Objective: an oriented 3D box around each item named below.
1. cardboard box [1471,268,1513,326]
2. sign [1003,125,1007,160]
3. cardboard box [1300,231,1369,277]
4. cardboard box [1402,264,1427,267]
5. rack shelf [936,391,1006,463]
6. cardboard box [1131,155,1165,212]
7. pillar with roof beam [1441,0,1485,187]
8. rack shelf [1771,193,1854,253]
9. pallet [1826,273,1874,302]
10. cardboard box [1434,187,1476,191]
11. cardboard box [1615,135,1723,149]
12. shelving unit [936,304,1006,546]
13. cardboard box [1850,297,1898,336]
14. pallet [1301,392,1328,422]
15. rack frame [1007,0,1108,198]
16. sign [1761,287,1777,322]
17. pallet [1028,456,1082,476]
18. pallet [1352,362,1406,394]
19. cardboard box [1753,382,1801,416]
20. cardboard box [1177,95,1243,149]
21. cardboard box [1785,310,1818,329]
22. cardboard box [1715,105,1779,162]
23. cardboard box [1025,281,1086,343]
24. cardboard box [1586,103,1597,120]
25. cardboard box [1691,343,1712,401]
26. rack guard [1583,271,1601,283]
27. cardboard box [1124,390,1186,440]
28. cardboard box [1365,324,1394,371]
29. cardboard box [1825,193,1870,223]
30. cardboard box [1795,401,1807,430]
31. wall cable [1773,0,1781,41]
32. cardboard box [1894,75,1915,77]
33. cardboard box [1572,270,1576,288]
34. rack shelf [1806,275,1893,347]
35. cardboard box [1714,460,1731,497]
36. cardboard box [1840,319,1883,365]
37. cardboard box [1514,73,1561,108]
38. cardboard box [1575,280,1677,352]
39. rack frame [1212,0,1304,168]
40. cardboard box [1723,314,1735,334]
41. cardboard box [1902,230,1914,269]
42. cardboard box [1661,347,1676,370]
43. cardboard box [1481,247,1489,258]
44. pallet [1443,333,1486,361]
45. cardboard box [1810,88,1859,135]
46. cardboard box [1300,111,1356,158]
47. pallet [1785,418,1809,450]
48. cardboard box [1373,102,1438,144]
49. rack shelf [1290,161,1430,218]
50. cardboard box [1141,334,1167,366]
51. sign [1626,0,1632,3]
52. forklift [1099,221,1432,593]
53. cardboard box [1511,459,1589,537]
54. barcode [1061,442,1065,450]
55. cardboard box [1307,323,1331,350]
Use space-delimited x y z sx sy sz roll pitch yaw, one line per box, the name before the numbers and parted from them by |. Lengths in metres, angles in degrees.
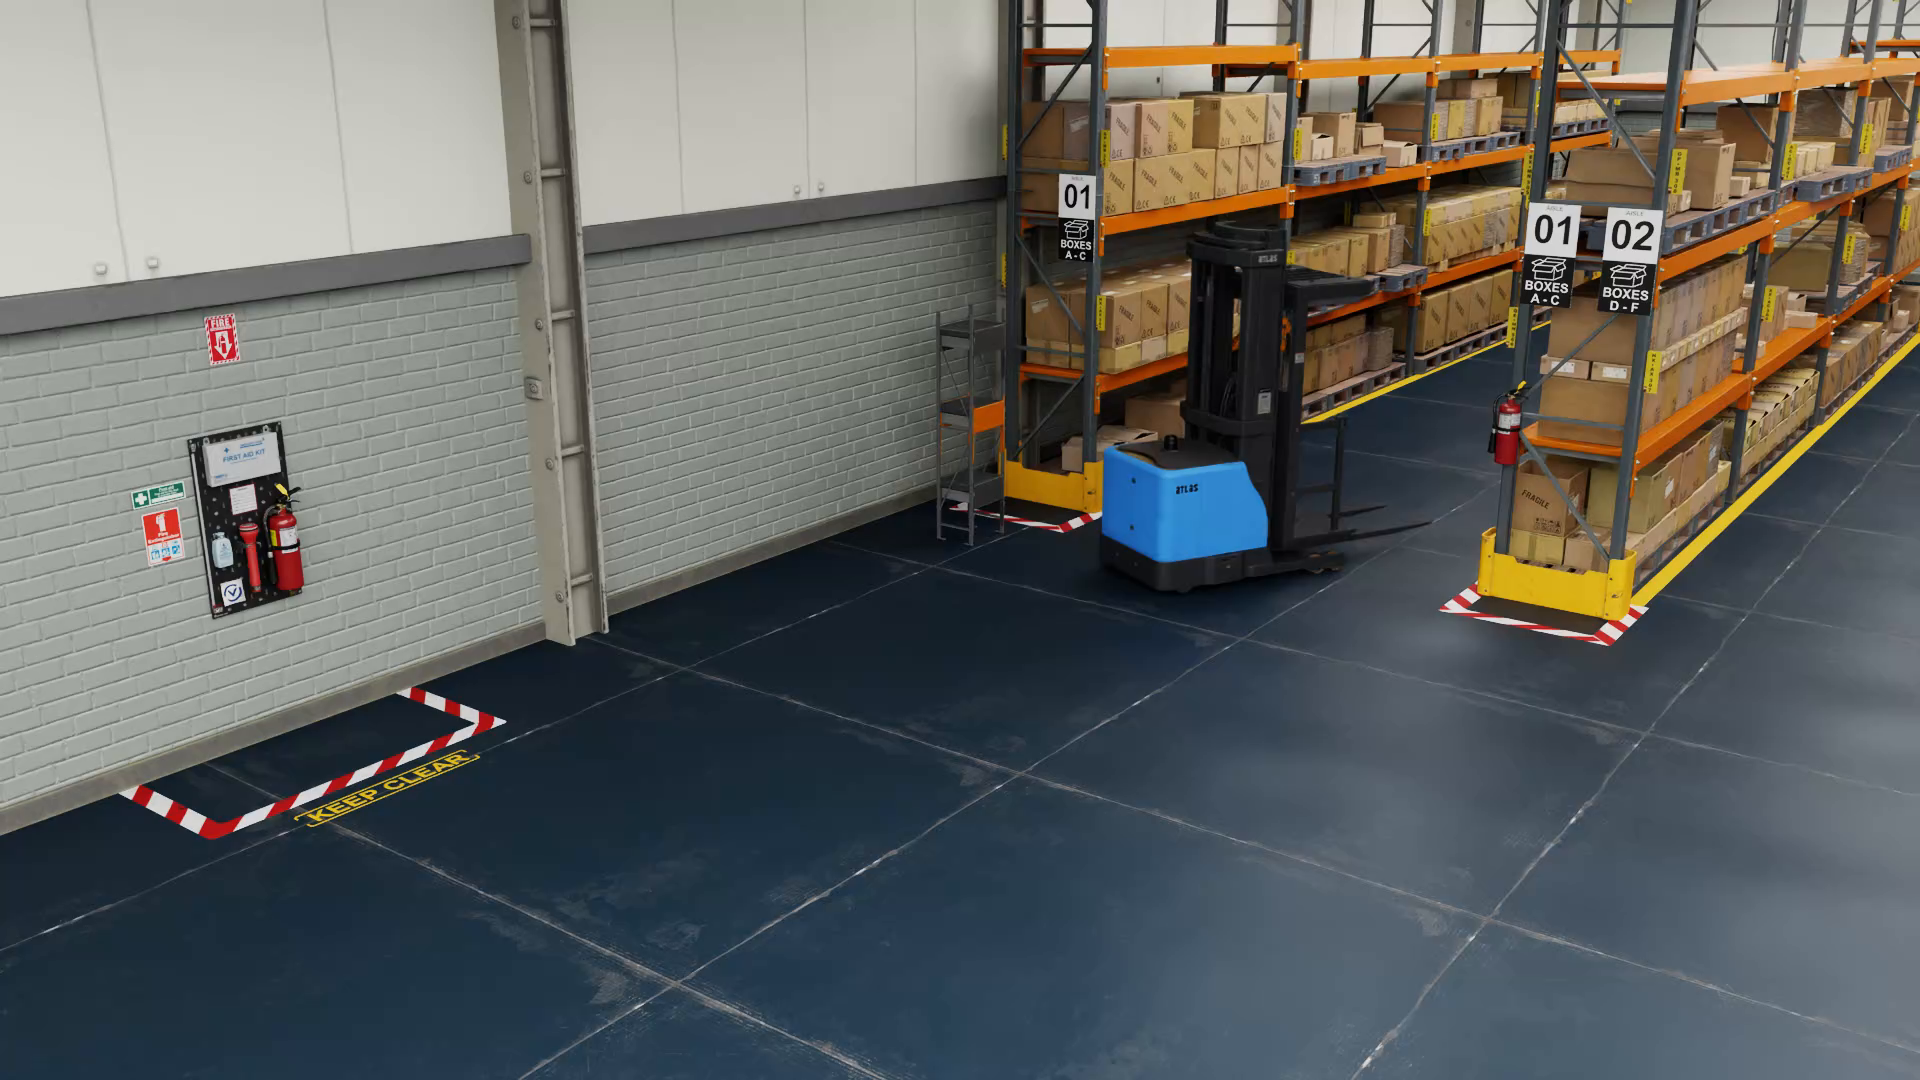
cardboard box | 7.749 -3.663 24.905 0.750 0.750 0.750 13 21 35
sign | 0.448 -3.767 15.772 0.100 0.325 0.005 12 21 35
cardboard box | 4.652 -3.558 20.738 0.700 0.500 0.500 12 21 35
cardboard box | 6.031 -3.641 22.308 0.380 0.149 0.250 12 21 34
rack shelf | 0.099 -1.029 15.070 0.431 0.518 0.480 12 21 35
cardboard box | 1.631 -3.456 16.060 0.500 0.500 0.500 14 22 38
pillar with roof beam | 11.212 -7.091 22.910 9.100 9.000 0.400 12 21 35
rack shelf | 8.437 -3.452 17.465 1.077 0.370 4.000 12 21 35
pallet | 10.784 -3.212 20.860 1.003 0.211 1.213 12 21 35
cardboard box | 7.242 -5.035 24.438 0.500 0.250 0.500 13 21 35
cardboard box | 6.163 -3.266 14.534 0.797 0.503 0.637 15 23 41
shelving unit | 0.099 -1.042 15.066 0.431 2.100 0.503 12 21 35
cardboard box | 13.128 -3.259 24.154 0.797 0.503 0.637 12 21 35
pallet | 3.728 -1.616 20.096 1.003 0.211 1.213 12 21 35
rack frame | 0.882 -4.674 15.127 1.000 3.000 0.127 12 21 35
sign | 7.692 -2.241 15.814 0.100 0.325 0.005 12 21 35
pallet | 1.440 -0.682 17.092 1.003 0.211 1.213 12 21 35
pallet | 5.182 -2.197 21.968 1.003 0.211 1.213 12 21 35
cardboard box | 8.907 -1.582 18.269 0.500 0.311 0.500 12 21 34
cardboard box | 2.564 -4.303 17.103 0.500 0.500 0.500 12 21 33
cardboard box | 9.315 -2.457 18.527 0.380 0.149 0.250 12 21 35
cardboard box | 7.645 -3.947 16.123 0.500 0.500 0.500 13 21 35
cardboard box | 0.992 -2.255 16.408 0.500 0.500 0.500 12 21 34
cardboard box | 9.883 -6.883 26.676 0.500 0.250 0.500 11 21 33
cardboard box | 6.375 -1.582 15.119 0.700 0.500 0.500 13 21 35
rack guard | 10.429 -4.432 28.678 1.175 0.500 0.348 12 21 35
cardboard box | 2.183 -1.276 17.773 0.700 0.500 0.500 11 20 31
cardboard box | 5.261 -2.550 21.876 0.700 0.500 0.500 13 21 35
cardboard box | 12.106 -4.484 22.777 0.500 0.500 0.500 13 21 35
cardboard box | 9.207 -1.435 18.743 0.500 0.250 0.500 12 21 34
wall cable | 16.245 -10.220 29.706 3.097 2.526 0.112 12 21 35
cardboard box | 13.737 -6.474 24.126 0.700 0.500 0.500 12 21 35
cardboard box | 9.780 -4.323 27.619 0.700 0.500 0.500 12 21 35
rack shelf | 10.821 -2.973 20.978 1.077 0.370 4.000 12 21 35
cardboard box | 7.145 -0.625 16.134 0.500 0.250 0.500 12 21 35
cardboard box | 11.949 -2.641 22.169 0.500 0.500 0.500 12 21 34
cardboard box | 8.682 -6.755 24.997 0.500 0.500 0.500 12 21 34
cardboard box | 5.491 -1.849 13.792 0.700 0.500 0.500 12 21 33
rack frame | 3.265 -5.627 18.195 1.000 3.000 0.127 12 21 35
cardboard box | 6.953 -2.021 15.437 0.380 0.149 0.250 12 21 33
cardboard box | 12.837 -4.036 23.020 0.500 0.500 0.500 13 21 36
cardboard box | 5.726 -1.530 13.855 0.380 0.149 0.250 12 21 34
cardboard box | 7.427 -4.188 24.069 0.380 0.149 0.250 12 21 35
pallet | 6.906 -2.846 24.060 1.003 0.211 1.213 12 21 35
cardboard box | 10.198 -5.022 19.451 0.500 0.500 0.500 12 21 35
cardboard box | 4.390 -4.852 19.883 0.500 0.500 0.500 12 21 33
pallet | 9.107 -1.319 19.141 1.003 0.211 1.213 12 21 35
cardboard box | 5.886 -5.528 22.025 0.700 0.500 0.500 11 20 30
rack shelf | 4.457 -4.327 20.281 1.077 0.370 4.000 12 21 35
cardboard box | 1.726 -1.933 16.636 0.500 0.250 0.500 12 21 33
sign | 10.843 -8.869 26.929 0.100 0.325 0.005 12 21 35
forklift | 2.767 -1.242 14.306 3.031 2.935 1.130 -8 19 -25
cardboard box | 4.943 -0.360 14.016 0.500 0.500 0.500 12 21 35
barcode | 1.056 -0.963 17.070 0.001 0.075 0.075 12 21 35
cardboard box | 4.257 -2.544 20.594 0.500 0.250 0.500 12 21 33
